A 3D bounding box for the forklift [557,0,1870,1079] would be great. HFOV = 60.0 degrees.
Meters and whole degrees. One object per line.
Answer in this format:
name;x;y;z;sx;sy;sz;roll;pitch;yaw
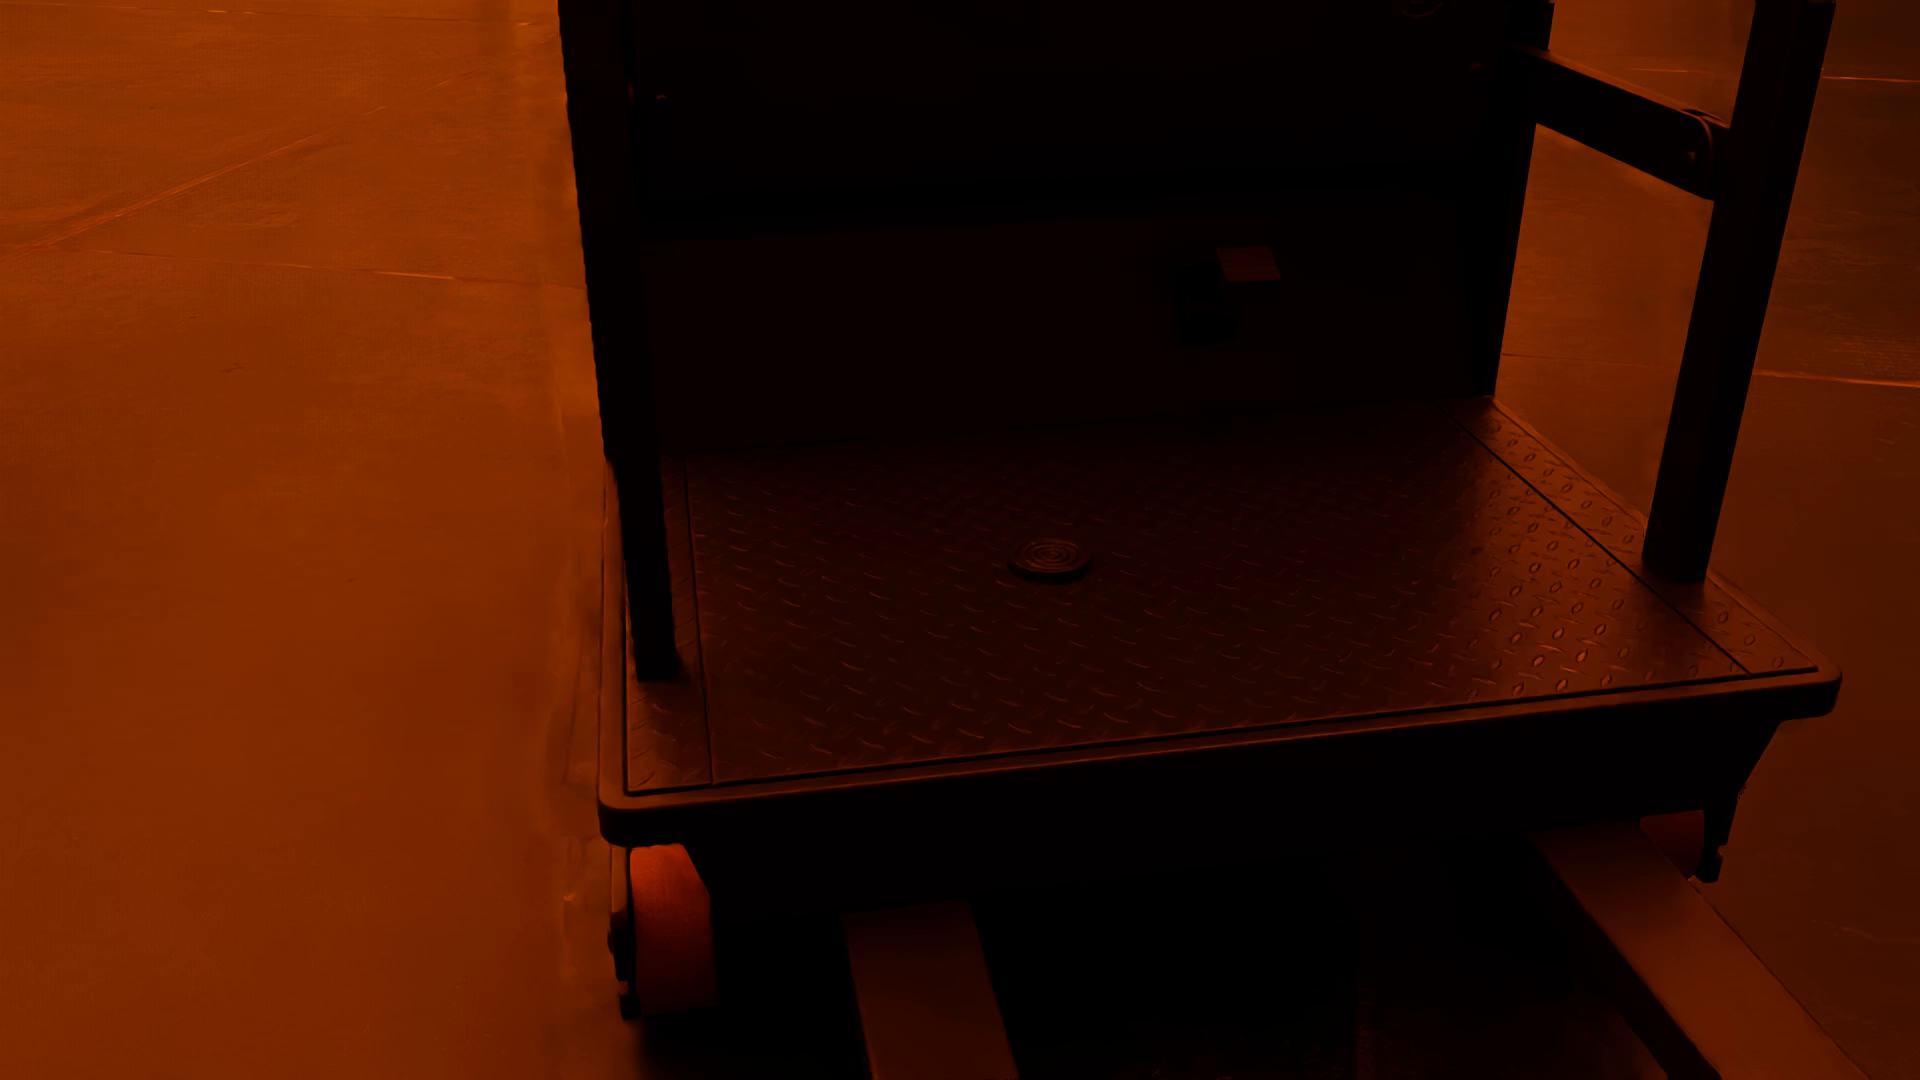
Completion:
forklift;0.167;-1.033;1.294;1.130;2.935;3.031;-5;27;-9
